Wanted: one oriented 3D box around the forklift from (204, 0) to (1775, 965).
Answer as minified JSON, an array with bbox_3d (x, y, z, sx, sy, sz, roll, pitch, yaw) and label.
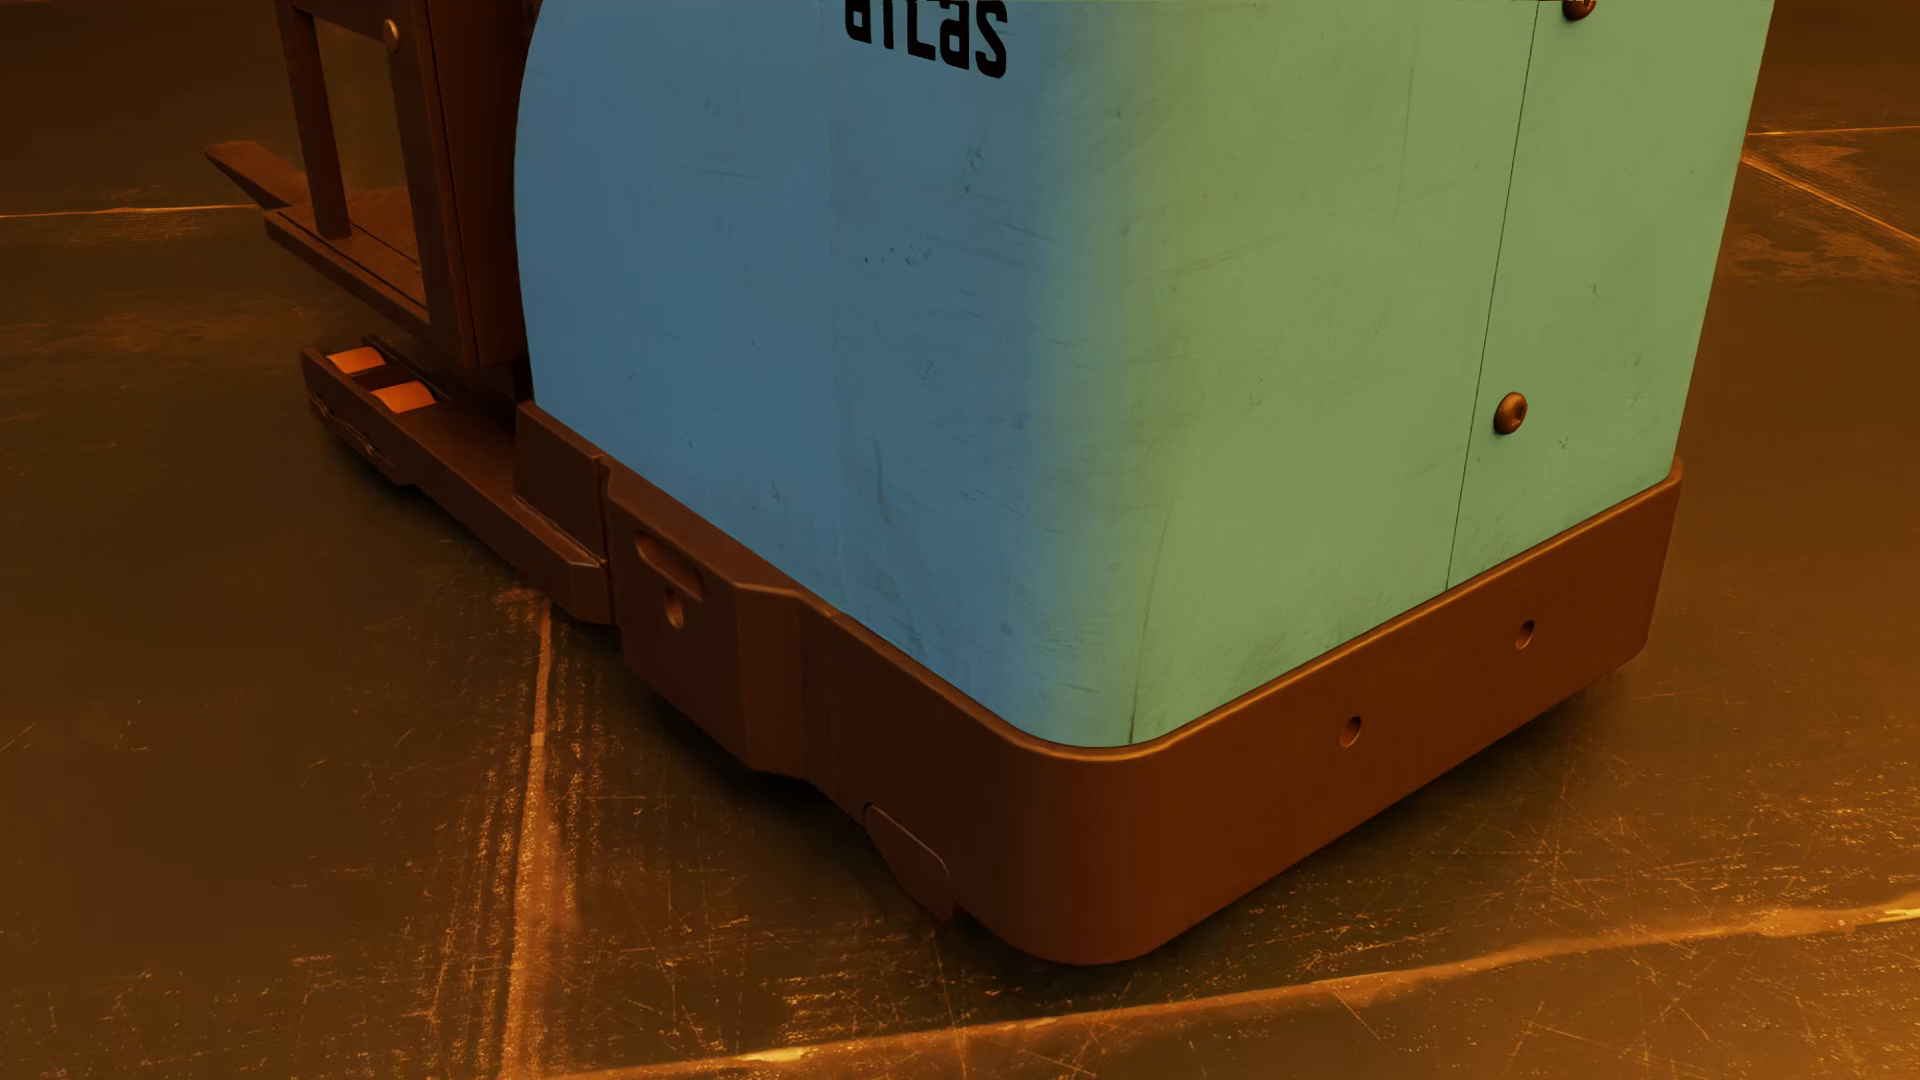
[{"bbox_3d":[-0.443,-1.511,2.220,1.130,2.935,3.031,-21,34,-34],"label":"forklift"}]
